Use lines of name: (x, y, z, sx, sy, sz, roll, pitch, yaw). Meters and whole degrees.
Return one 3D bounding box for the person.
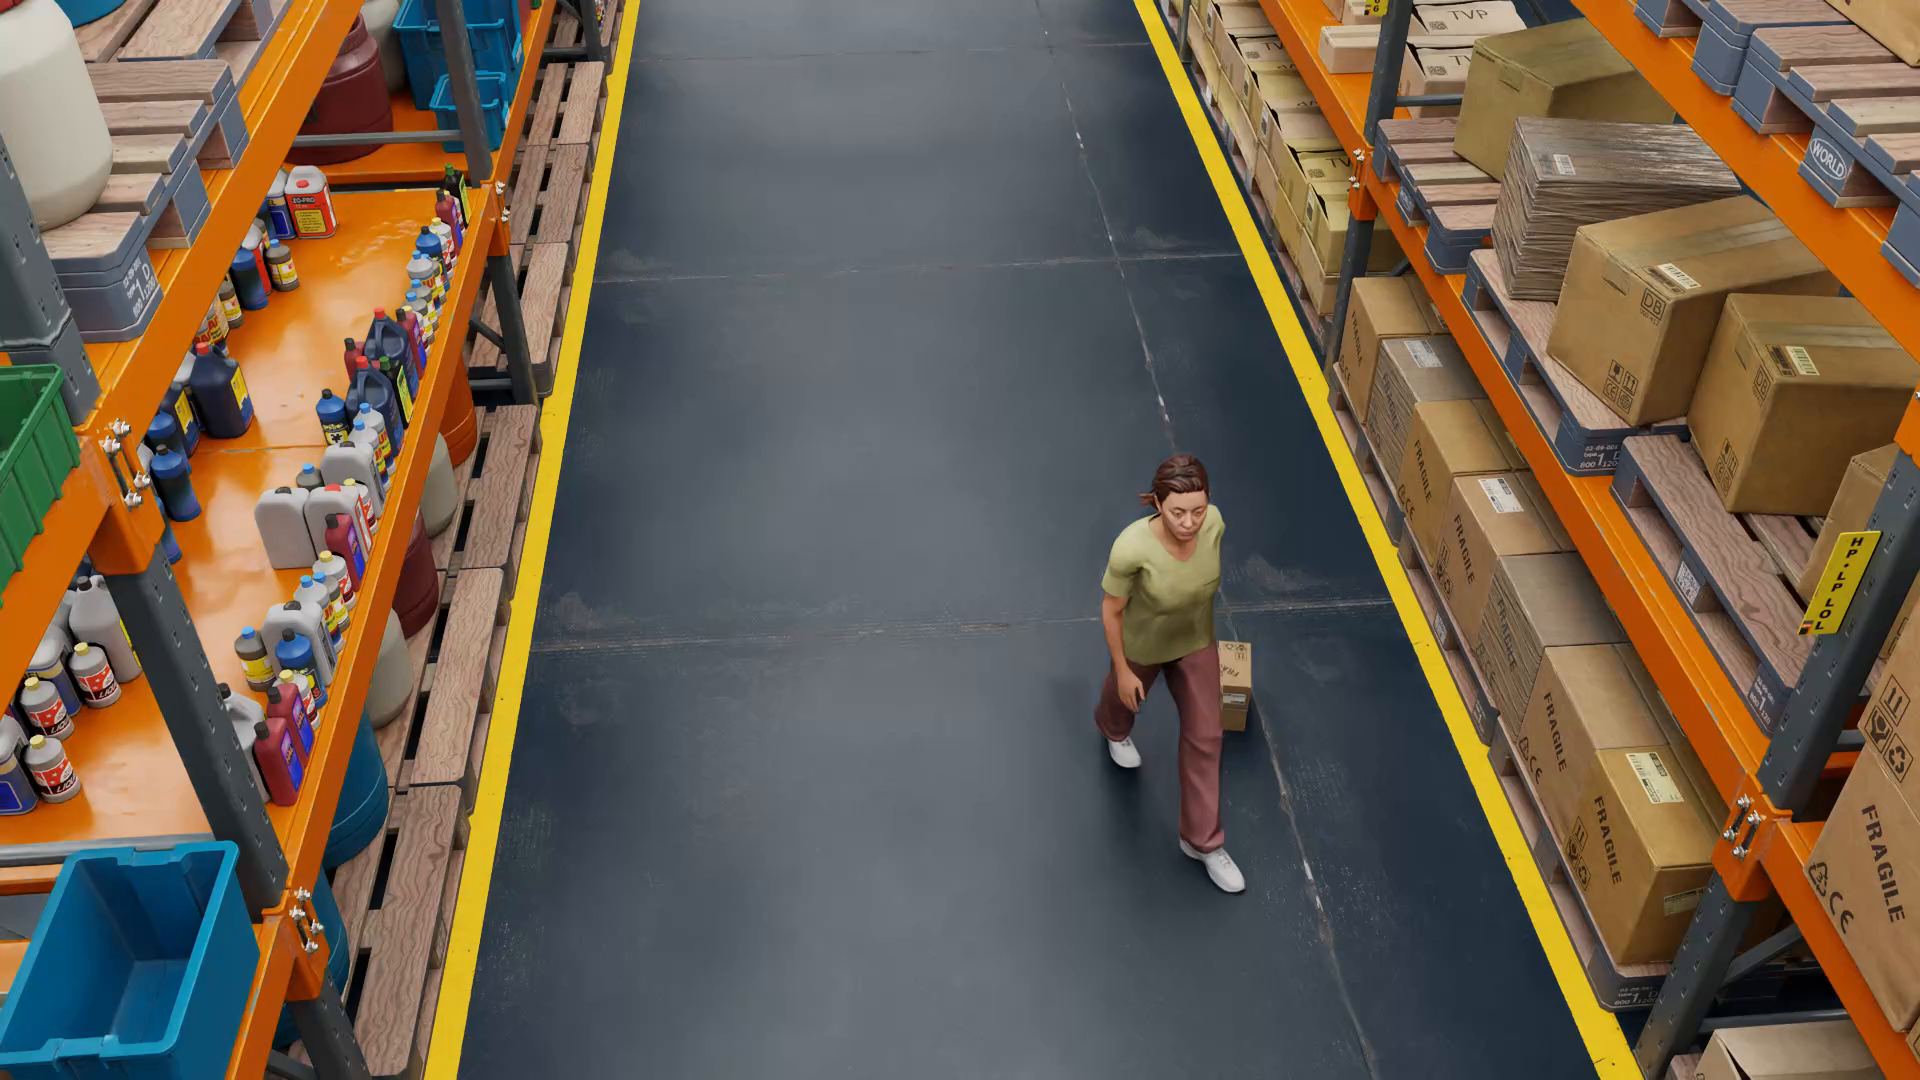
person: (0.698, 0.371, 5.688, 0.474, 1.612, 0.952, -9, 40, -11)
